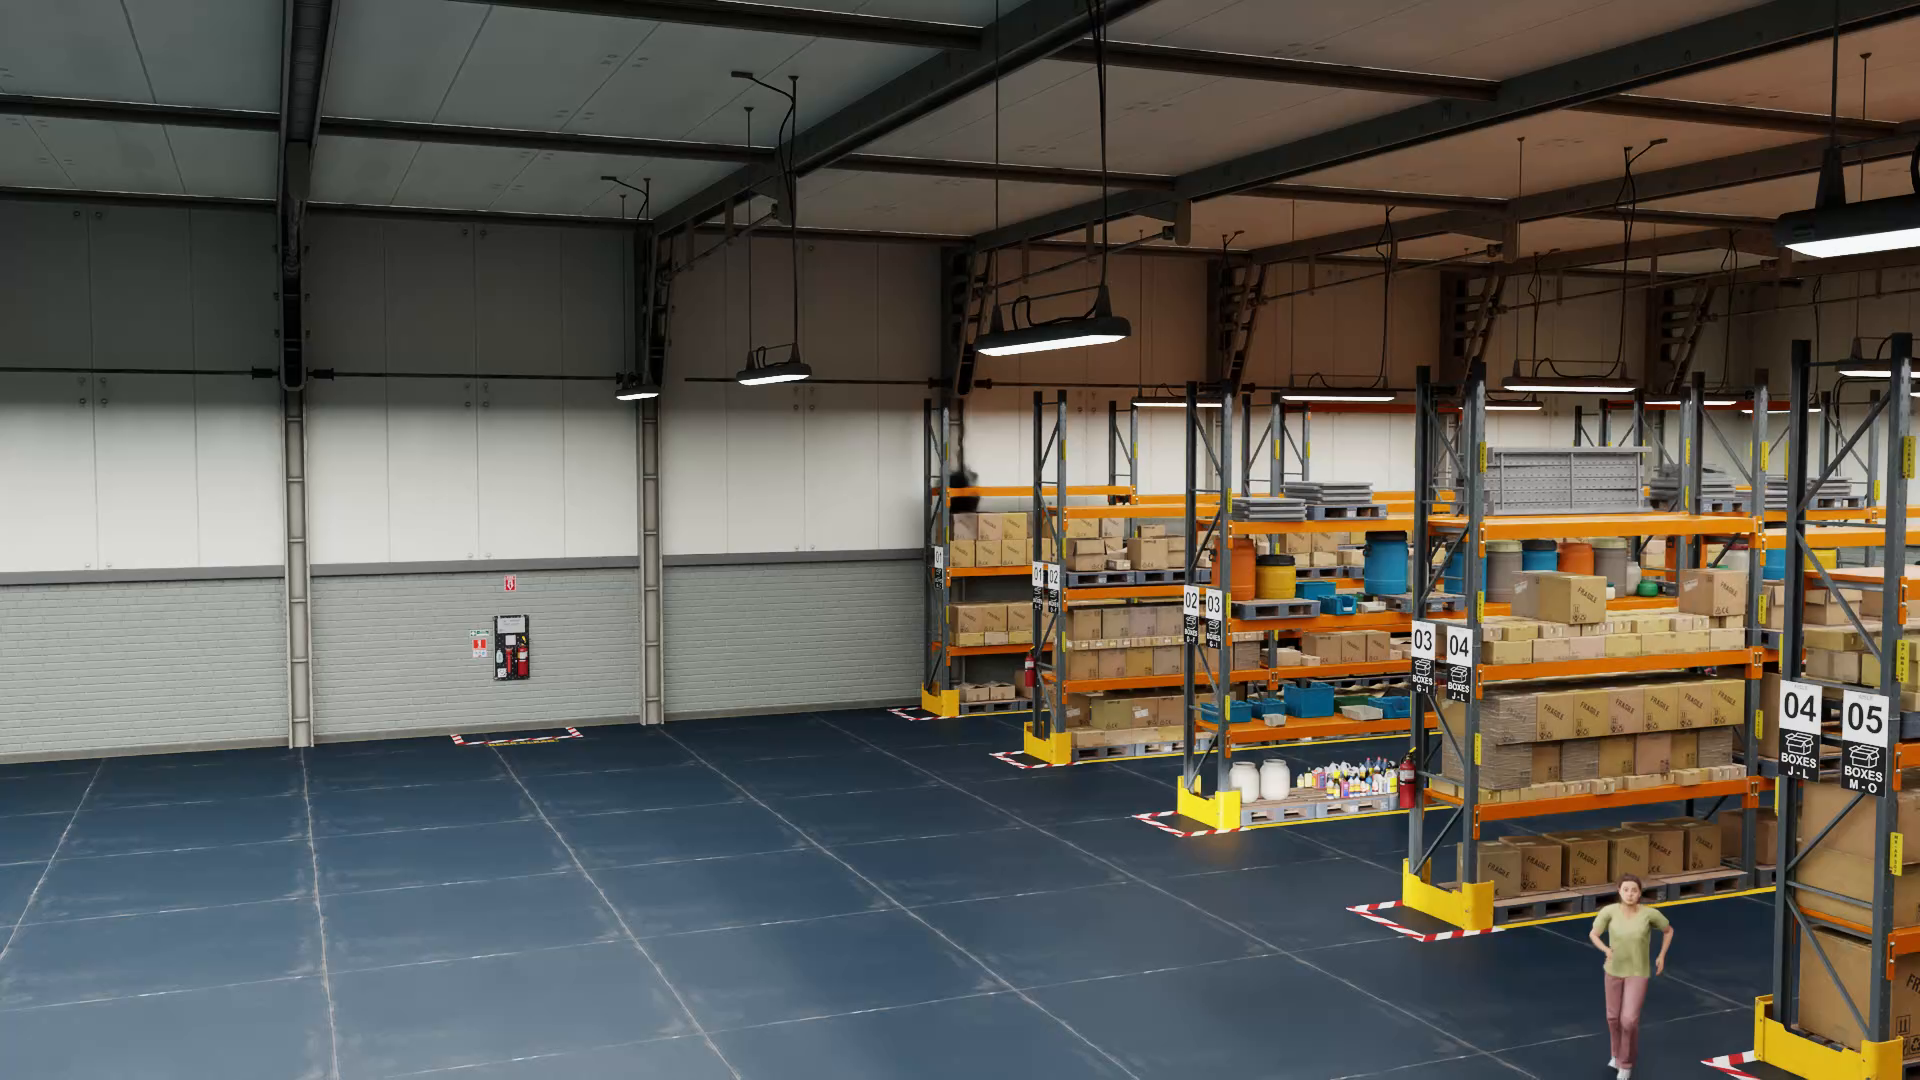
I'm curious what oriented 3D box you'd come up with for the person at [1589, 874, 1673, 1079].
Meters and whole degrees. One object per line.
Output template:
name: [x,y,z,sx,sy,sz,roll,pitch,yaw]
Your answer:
person: [5.395,3.543,13.440,0.592,1.707,0.670,2,4,34]
